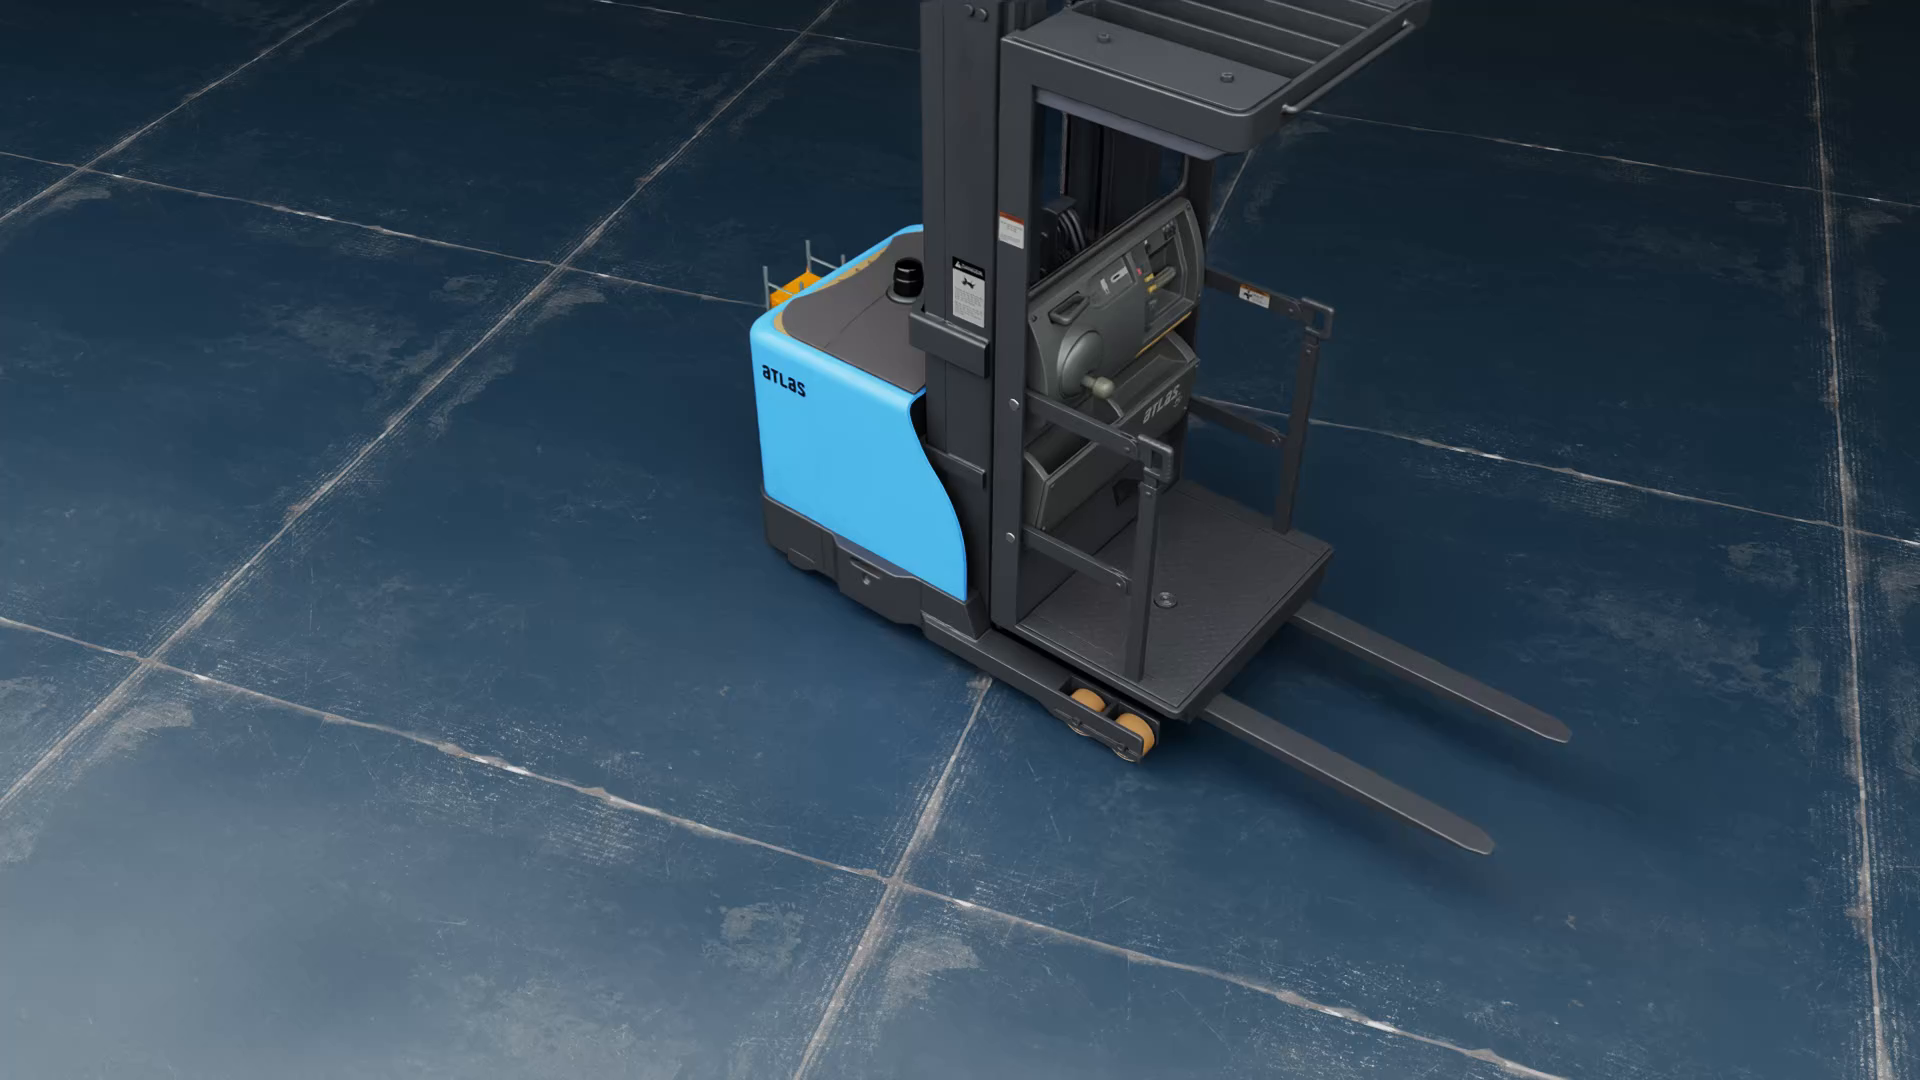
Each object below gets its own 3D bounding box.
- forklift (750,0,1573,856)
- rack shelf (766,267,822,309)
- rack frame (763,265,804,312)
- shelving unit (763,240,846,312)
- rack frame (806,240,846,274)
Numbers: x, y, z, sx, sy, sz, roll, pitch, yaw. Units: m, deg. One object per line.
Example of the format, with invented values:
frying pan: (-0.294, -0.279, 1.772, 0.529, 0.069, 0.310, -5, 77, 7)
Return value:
forklift: (0.688, -0.732, 5.350, 3.031, 2.935, 1.130, 27, 47, 28)
rack shelf: (-0.597, -0.881, 6.552, 0.215, 0.259, 0.240, 27, 47, 28)
rack frame: (-0.672, -0.610, 6.656, 0.200, 1.050, 0.008, 27, 47, 28)
shelving unit: (-0.597, -0.673, 6.730, 0.215, 1.050, 0.252, 27, 47, 28)
rack frame: (-0.523, -0.736, 6.803, 0.200, 1.050, 0.008, 27, 47, 28)
